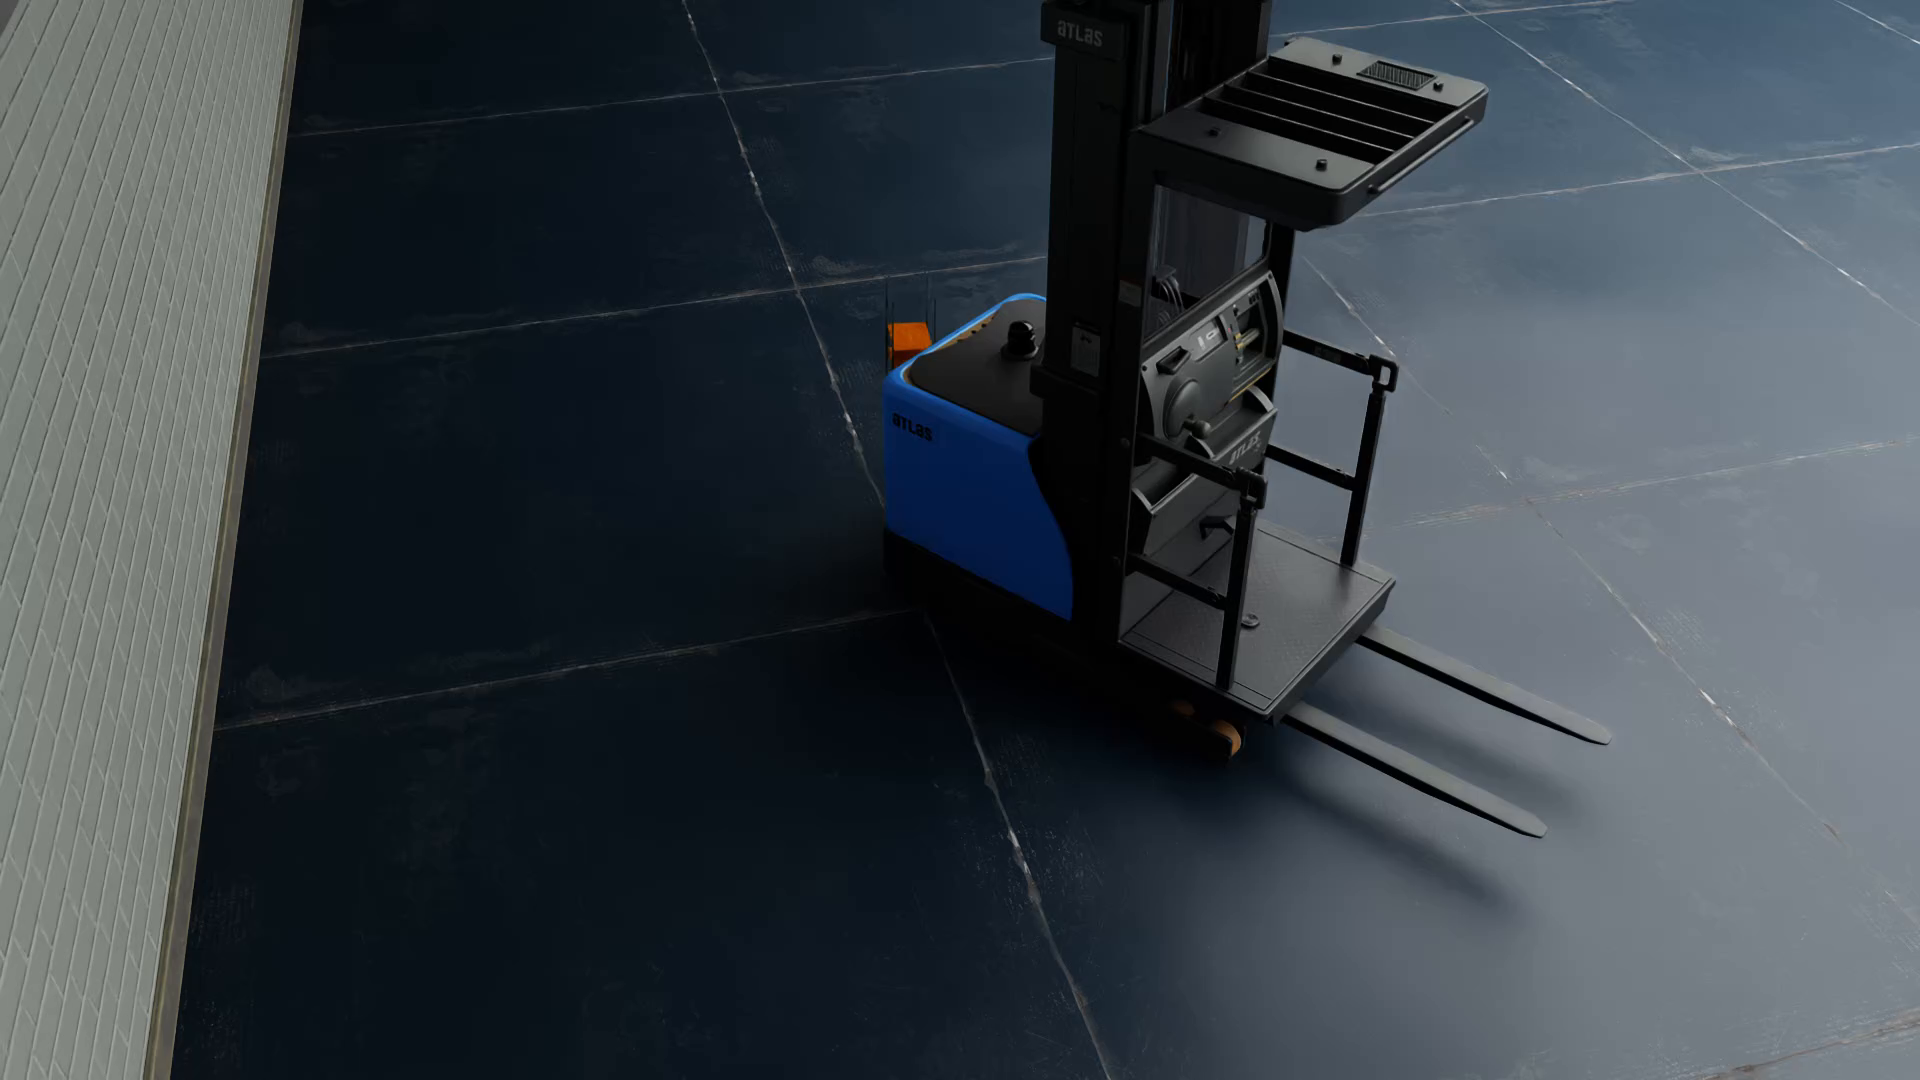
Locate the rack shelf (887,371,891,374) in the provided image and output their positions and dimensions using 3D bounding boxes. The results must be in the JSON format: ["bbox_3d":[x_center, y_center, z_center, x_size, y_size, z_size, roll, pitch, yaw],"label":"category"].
[{"bbox_3d":[-0.226,-0.666,7.477,0.180,0.103,0.258,-4,36,-8],"label":"rack shelf"}]

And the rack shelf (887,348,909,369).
[{"bbox_3d":[-0.223,-0.763,7.407,0.180,0.103,0.258,-4,36,-8],"label":"rack shelf"}]

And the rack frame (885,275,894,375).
[{"bbox_3d":[-0.318,-0.598,7.508,0.006,1.200,0.240,-4,36,-8],"label":"rack frame"}]

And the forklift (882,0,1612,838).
[{"bbox_3d":[1.124,-0.651,6.189,3.031,2.935,1.130,26,45,30],"label":"forklift"}]

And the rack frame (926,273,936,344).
[{"bbox_3d":[-0.138,-0.612,7.535,0.006,1.200,0.240,-4,36,-8],"label":"rack frame"}]

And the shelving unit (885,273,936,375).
[{"bbox_3d":[-0.228,-0.605,7.521,0.189,1.200,0.258,-4,36,-8],"label":"shelving unit"}]

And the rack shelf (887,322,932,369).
[{"bbox_3d":[-0.221,-0.861,7.337,0.180,0.103,0.258,-4,36,-8],"label":"rack shelf"}]
